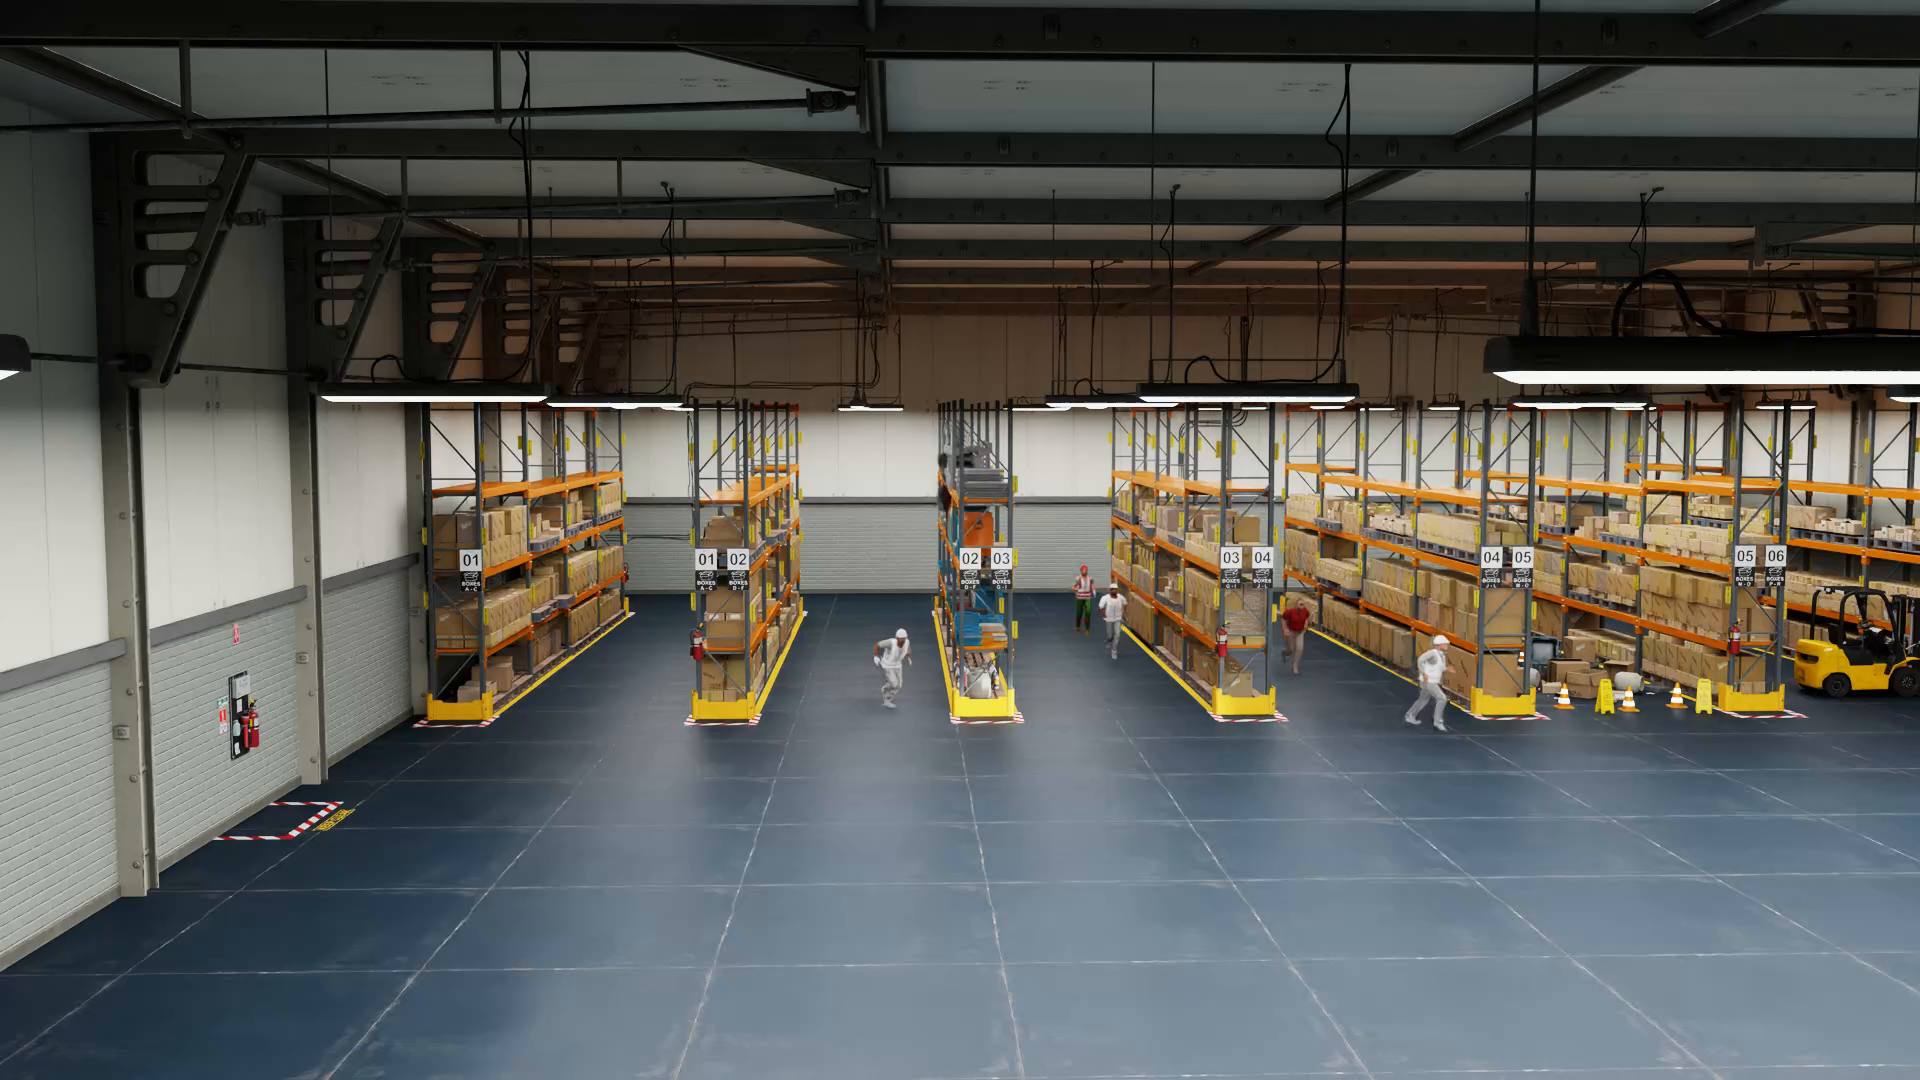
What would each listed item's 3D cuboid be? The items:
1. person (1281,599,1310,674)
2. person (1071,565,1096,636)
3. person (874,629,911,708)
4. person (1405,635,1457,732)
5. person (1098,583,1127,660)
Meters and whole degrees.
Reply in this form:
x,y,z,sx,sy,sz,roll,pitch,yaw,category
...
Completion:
x,y,z,sx,sy,sz,roll,pitch,yaw,category
7.418,2.115,37.004,0.664,1.686,0.881,-1,5,-17,person
3.206,1.555,43.154,0.680,1.839,0.842,-1,4,-10,person
-1.291,2.490,32.143,0.715,1.590,0.820,-3,5,-34,person
8.498,2.585,30.136,0.910,1.771,0.677,3,5,35,person
3.598,1.885,39.022,0.709,1.762,0.825,0,4,-5,person
